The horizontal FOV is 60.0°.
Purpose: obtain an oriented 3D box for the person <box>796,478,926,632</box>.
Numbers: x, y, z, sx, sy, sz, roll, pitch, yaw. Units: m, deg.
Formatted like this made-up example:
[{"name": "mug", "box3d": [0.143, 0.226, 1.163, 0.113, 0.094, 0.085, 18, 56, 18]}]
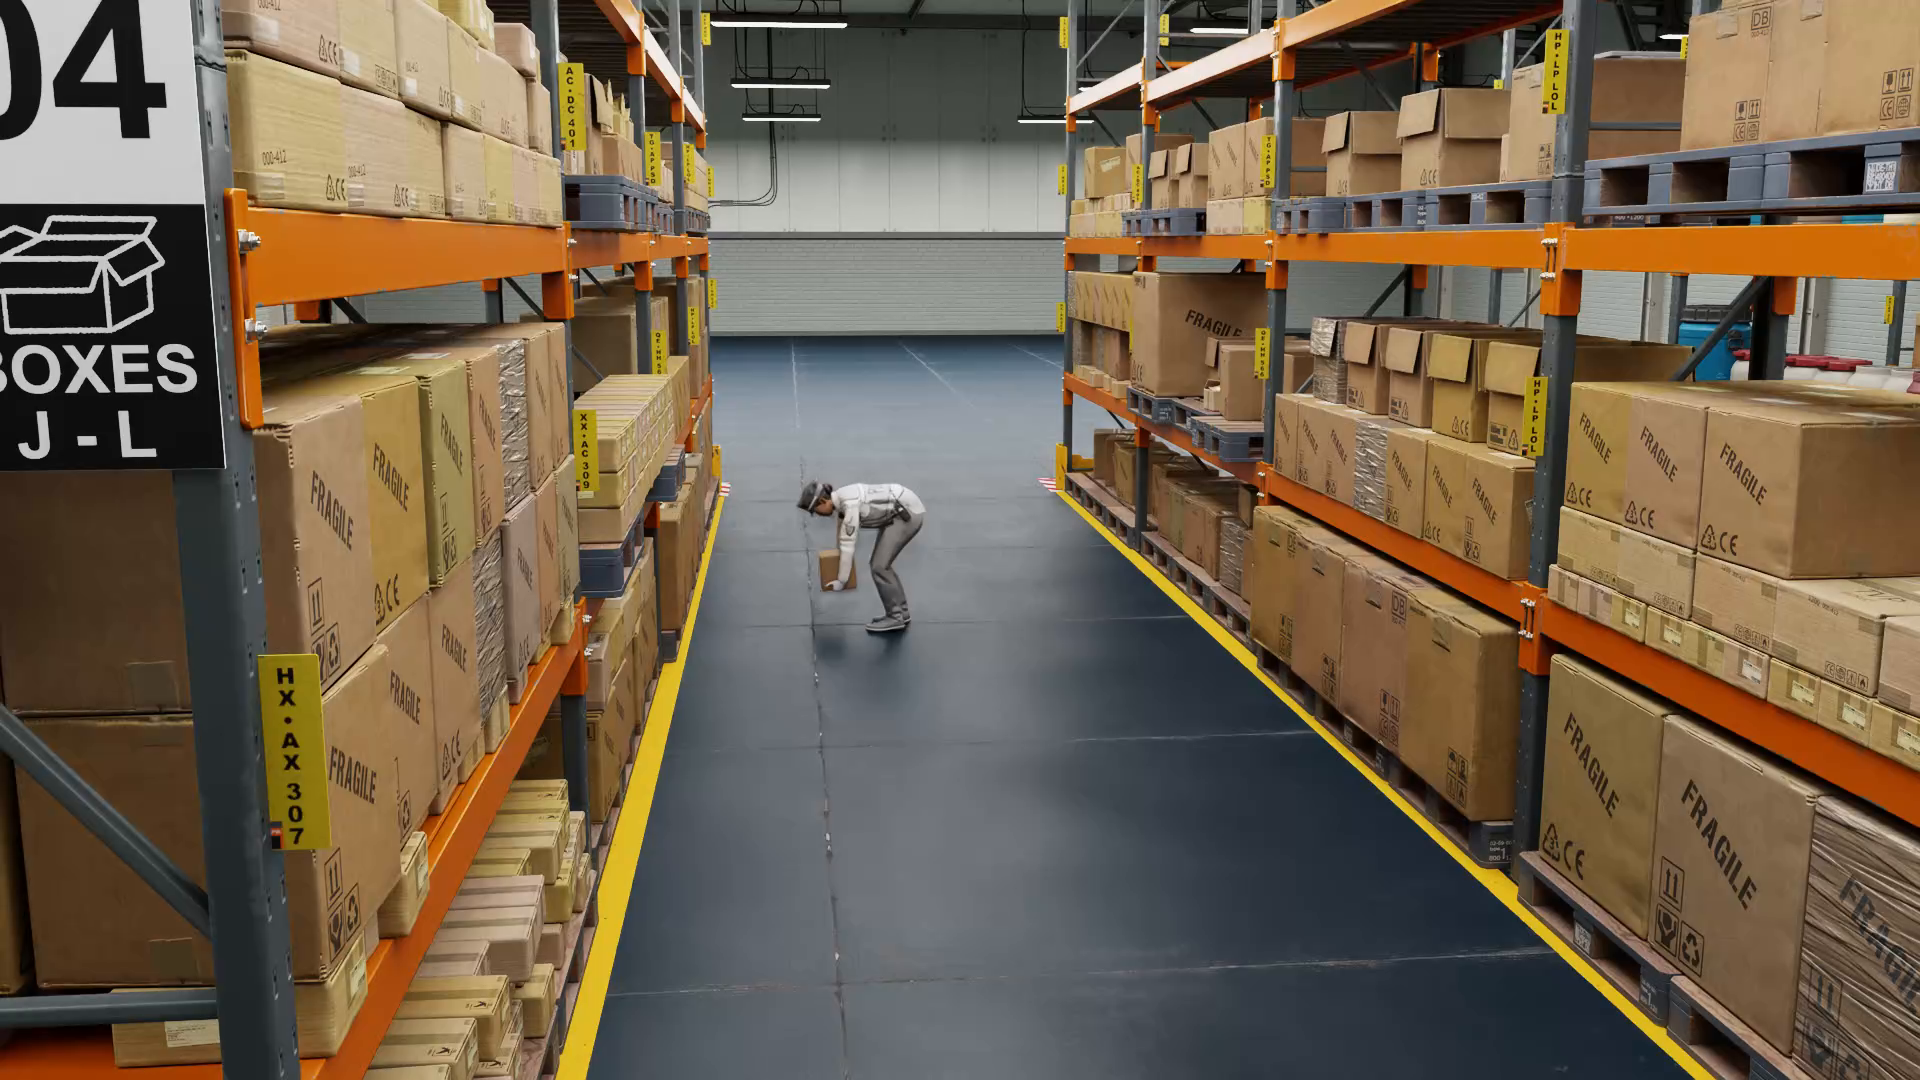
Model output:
[{"name": "person", "box3d": [-0.710, 0.098, 11.950, 0.926, 1.108, 0.415, -1, 10, -8]}]
